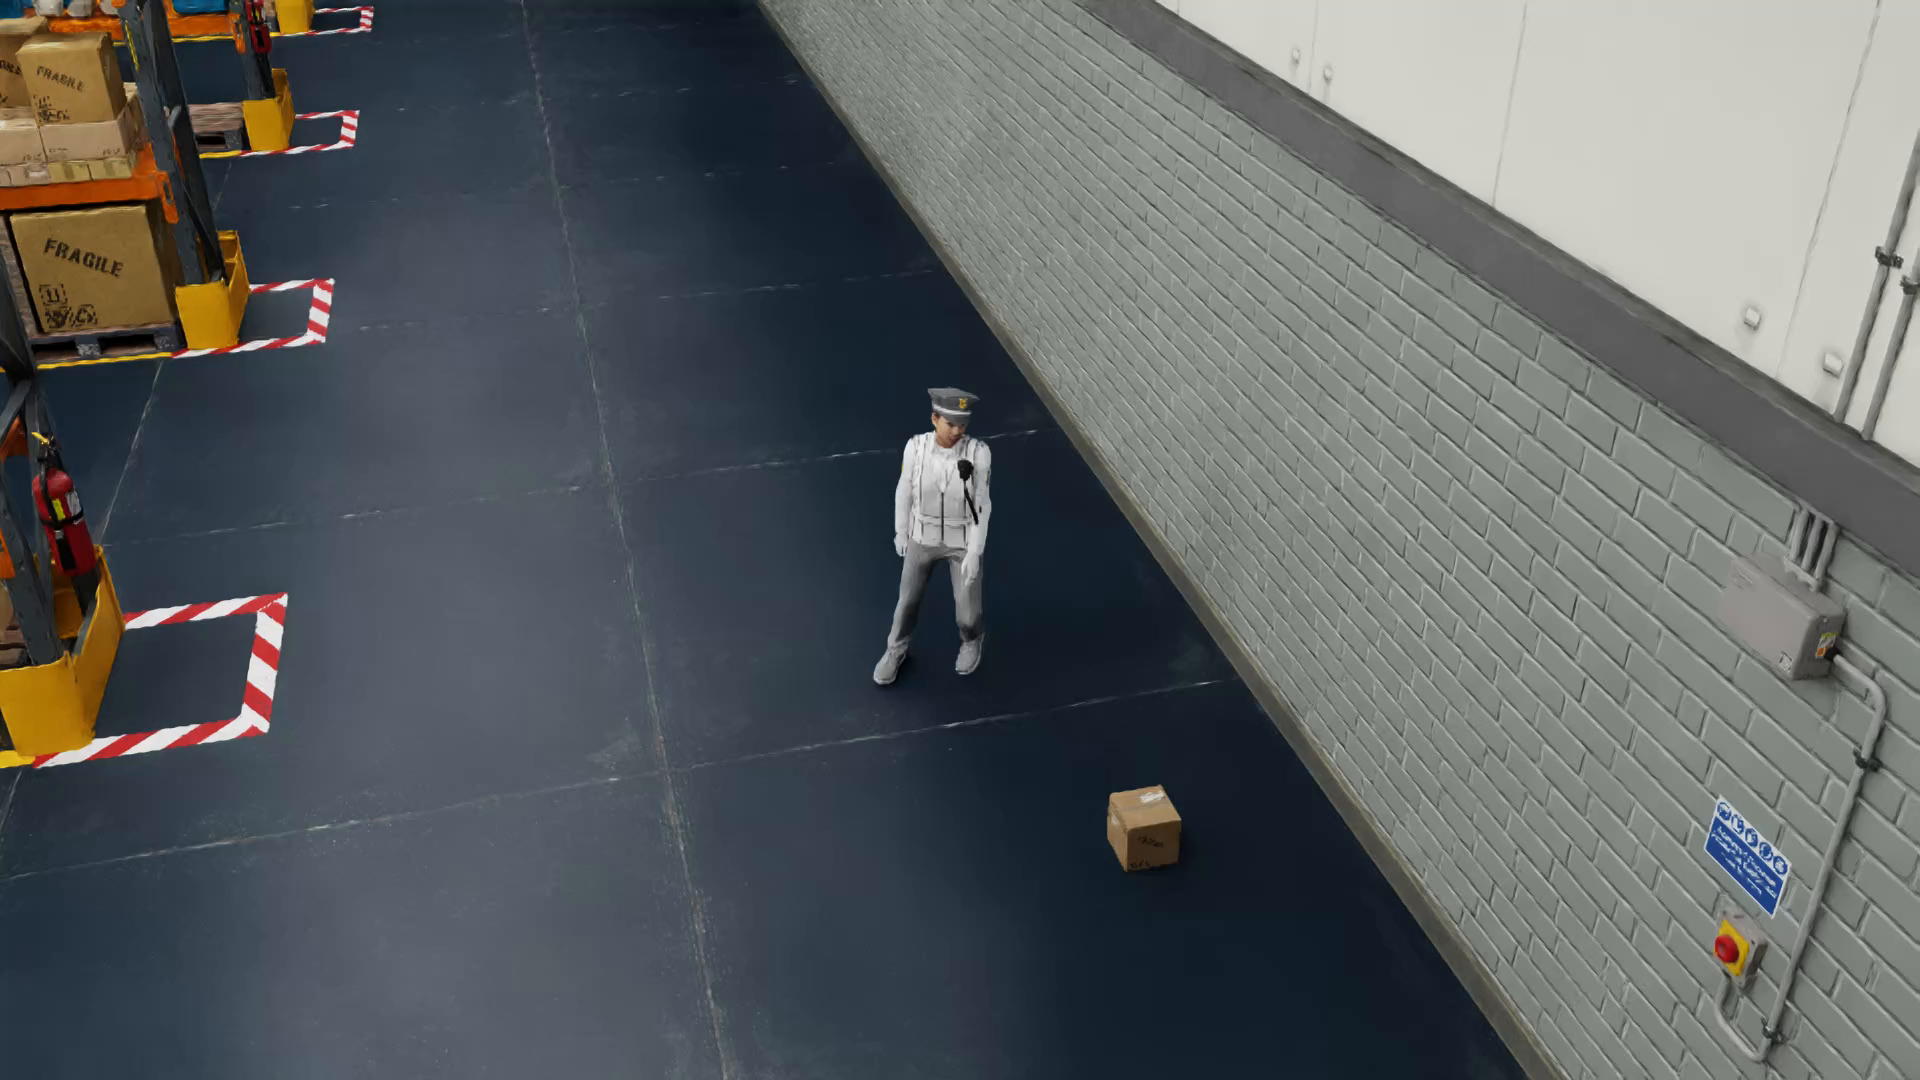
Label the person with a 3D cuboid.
[{"bbox_3d":[-0.147,0.002,8.206,0.606,1.664,0.437,4,31,7],"label":"person"}]
